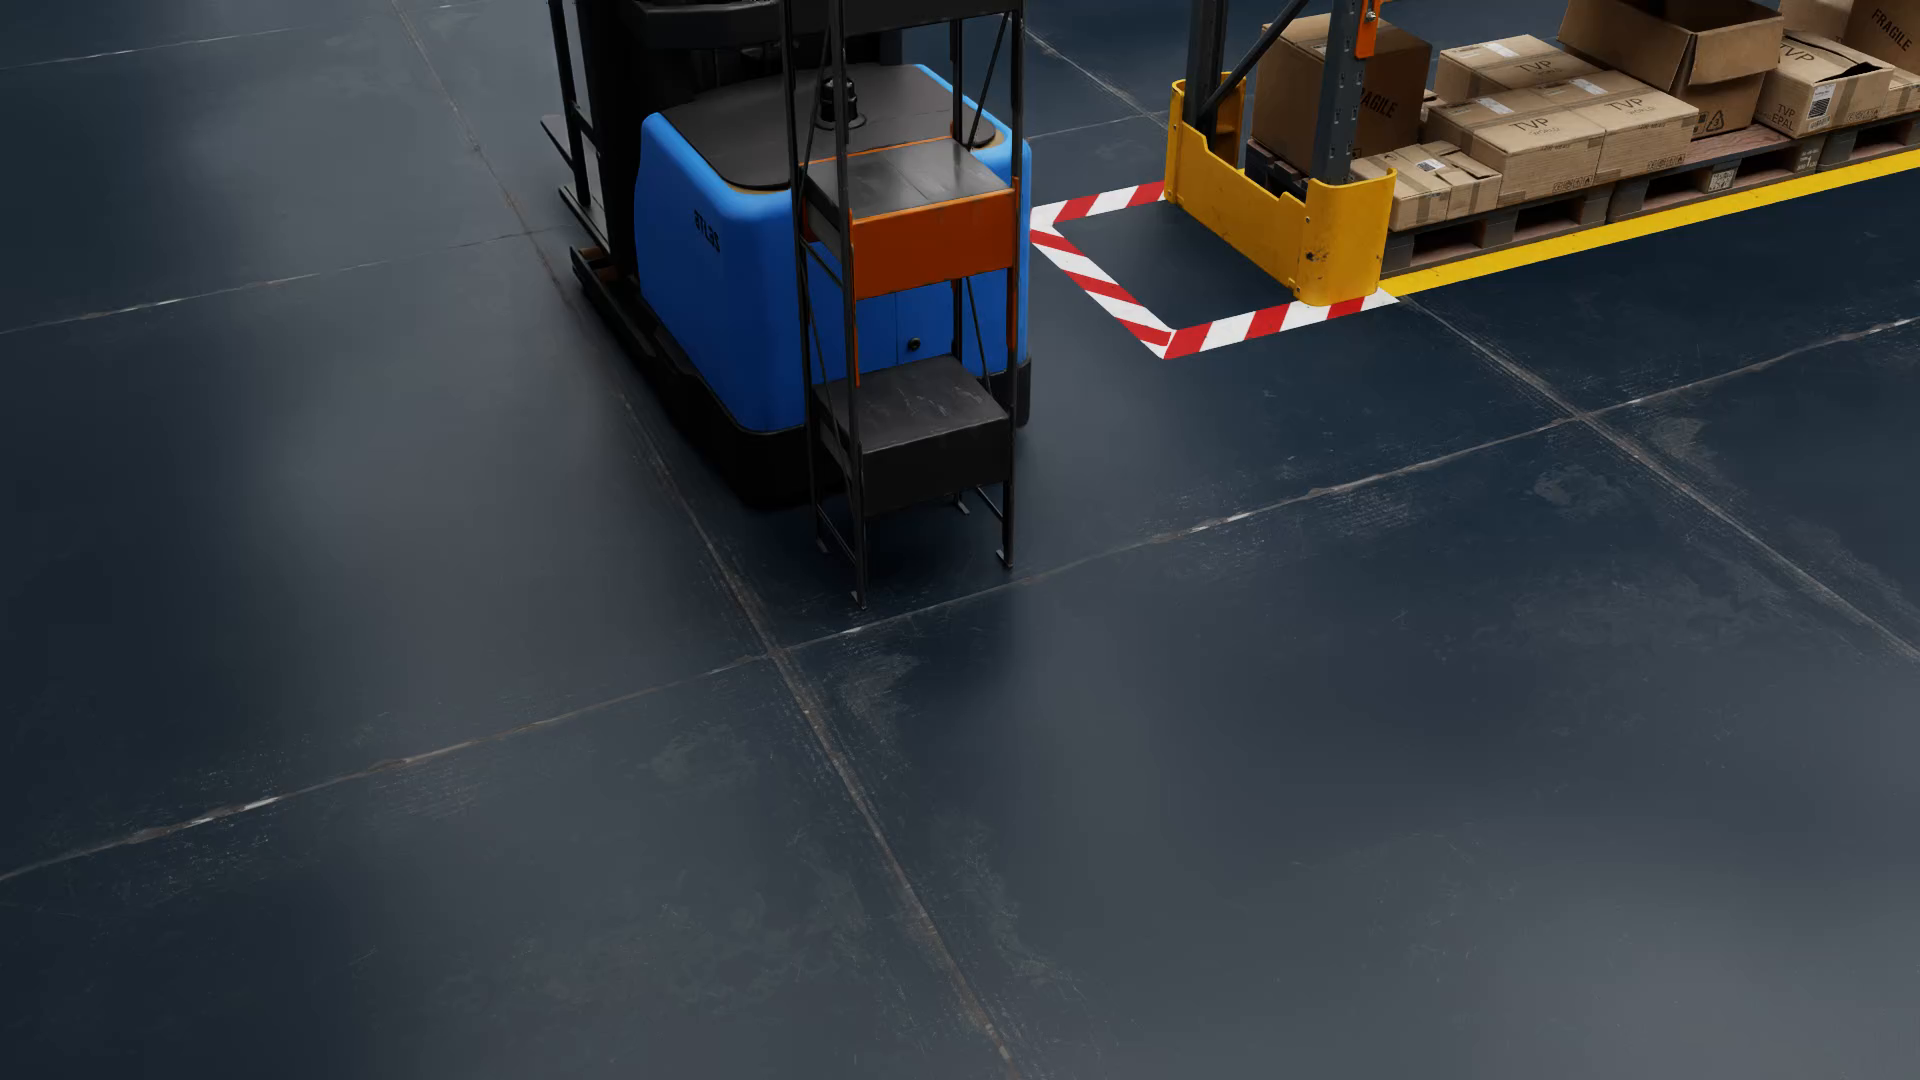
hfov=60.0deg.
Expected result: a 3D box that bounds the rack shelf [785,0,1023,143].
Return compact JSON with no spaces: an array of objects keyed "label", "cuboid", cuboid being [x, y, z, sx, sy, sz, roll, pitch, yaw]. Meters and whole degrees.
[{"label":"rack shelf","cuboid":[-0.150,-1.353,4.159,0.480,0.518,0.431,-16,39,-20]}]

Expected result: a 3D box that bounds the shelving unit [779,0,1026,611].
[{"label":"shelving unit","cuboid":[-0.150,-0.801,4.568,0.503,2.100,0.431,-16,39,-20]}]

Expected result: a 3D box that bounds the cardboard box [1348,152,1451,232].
[{"label":"cardboard box","cuboid":[1.729,-1.391,6.632,0.250,0.149,0.380,-16,39,-20]}]

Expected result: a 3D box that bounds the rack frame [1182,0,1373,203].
[{"label":"rack frame","cuboid":[1.204,-2.439,6.020,0.127,3.000,1.000,-16,39,-20]}]

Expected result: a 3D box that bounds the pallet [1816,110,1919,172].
[{"label":"pallet","cuboid":[4.203,-2.158,7.983,1.213,0.211,1.003,-16,39,-20]}]

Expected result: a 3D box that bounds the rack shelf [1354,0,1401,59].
[{"label":"rack shelf","cuboid":[3.015,-2.656,6.917,4.000,0.370,1.077,-16,39,-20]}]

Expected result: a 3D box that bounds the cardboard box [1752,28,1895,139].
[{"label":"cardboard box","cuboid":[3.751,-2.061,7.399,0.500,0.311,0.500,-16,39,-20]}]

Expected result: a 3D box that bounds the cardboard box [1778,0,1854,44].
[{"label":"cardboard box","cuboid":[4.353,-2.559,8.069,0.500,0.311,0.500,-16,39,-20]}]

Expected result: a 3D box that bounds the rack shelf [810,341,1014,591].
[{"label":"rack shelf","cuboid":[-0.150,-0.228,4.993,0.480,0.518,0.431,-16,39,-20]}]

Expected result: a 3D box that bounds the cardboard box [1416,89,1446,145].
[{"label":"cardboard box","cuboid":[1.997,-1.802,7.171,0.250,0.166,0.380,-16,39,-20]}]

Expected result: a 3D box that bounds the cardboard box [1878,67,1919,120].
[{"label":"cardboard box","cuboid":[4.116,-2.059,7.531,0.250,0.149,0.380,-16,39,-20]}]

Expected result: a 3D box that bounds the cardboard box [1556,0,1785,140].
[{"label":"cardboard box","cuboid":[3.127,-2.147,7.353,0.637,0.503,0.797,-16,39,-20]}]

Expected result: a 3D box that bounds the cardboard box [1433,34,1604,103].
[{"label":"cardboard box","cuboid":[2.465,-2.006,7.375,0.500,0.250,0.500,-16,39,-20]}]

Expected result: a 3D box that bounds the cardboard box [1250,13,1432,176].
[{"label":"cardboard box","cuboid":[1.592,-1.882,6.999,0.500,0.500,0.500,-16,39,-20]}]

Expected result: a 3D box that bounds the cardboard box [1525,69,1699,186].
[{"label":"cardboard box","cuboid":[2.722,-1.749,7.029,0.500,0.250,0.500,-16,39,-20]}]

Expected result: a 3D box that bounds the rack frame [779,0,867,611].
[{"label":"rack frame","cuboid":[-0.371,-0.740,4.485,0.015,2.100,0.400,-16,39,-20]}]

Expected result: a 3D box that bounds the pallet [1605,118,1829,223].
[{"label":"pallet","cuboid":[3.097,-1.847,7.563,1.213,0.211,1.003,-16,39,-20]}]

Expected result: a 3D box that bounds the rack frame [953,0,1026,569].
[{"label":"rack frame","cuboid":[0.071,-0.863,4.651,0.015,2.100,0.400,-16,39,-20]}]

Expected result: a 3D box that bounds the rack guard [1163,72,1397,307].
[{"label":"rack guard","cuboid":[1.273,-1.454,6.791,0.348,0.500,1.175,-16,39,-20]}]

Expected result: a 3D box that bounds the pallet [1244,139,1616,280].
[{"label":"pallet","cuboid":[1.994,-1.540,7.150,1.213,0.211,1.003,-16,39,-20]}]

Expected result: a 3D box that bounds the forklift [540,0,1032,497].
[{"label":"forklift","cuboid":[-0.882,-2.178,5.726,1.130,2.935,3.031,-17,40,-21]}]

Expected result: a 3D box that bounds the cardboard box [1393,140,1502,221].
[{"label":"cardboard box","cuboid":[1.956,-1.462,6.712,0.250,0.166,0.380,-16,39,-20]}]

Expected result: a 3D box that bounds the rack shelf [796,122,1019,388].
[{"label":"rack shelf","cuboid":[-0.150,-0.791,4.576,0.480,0.518,0.431,-16,39,-20]}]

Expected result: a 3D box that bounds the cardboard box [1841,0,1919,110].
[{"label":"cardboard box","cuboid":[4.430,-2.327,7.598,0.500,0.500,0.500,-16,39,-20]}]

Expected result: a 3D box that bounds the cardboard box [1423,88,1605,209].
[{"label":"cardboard box","cuboid":[2.270,-1.622,6.858,0.500,0.250,0.500,-16,39,-20]}]
